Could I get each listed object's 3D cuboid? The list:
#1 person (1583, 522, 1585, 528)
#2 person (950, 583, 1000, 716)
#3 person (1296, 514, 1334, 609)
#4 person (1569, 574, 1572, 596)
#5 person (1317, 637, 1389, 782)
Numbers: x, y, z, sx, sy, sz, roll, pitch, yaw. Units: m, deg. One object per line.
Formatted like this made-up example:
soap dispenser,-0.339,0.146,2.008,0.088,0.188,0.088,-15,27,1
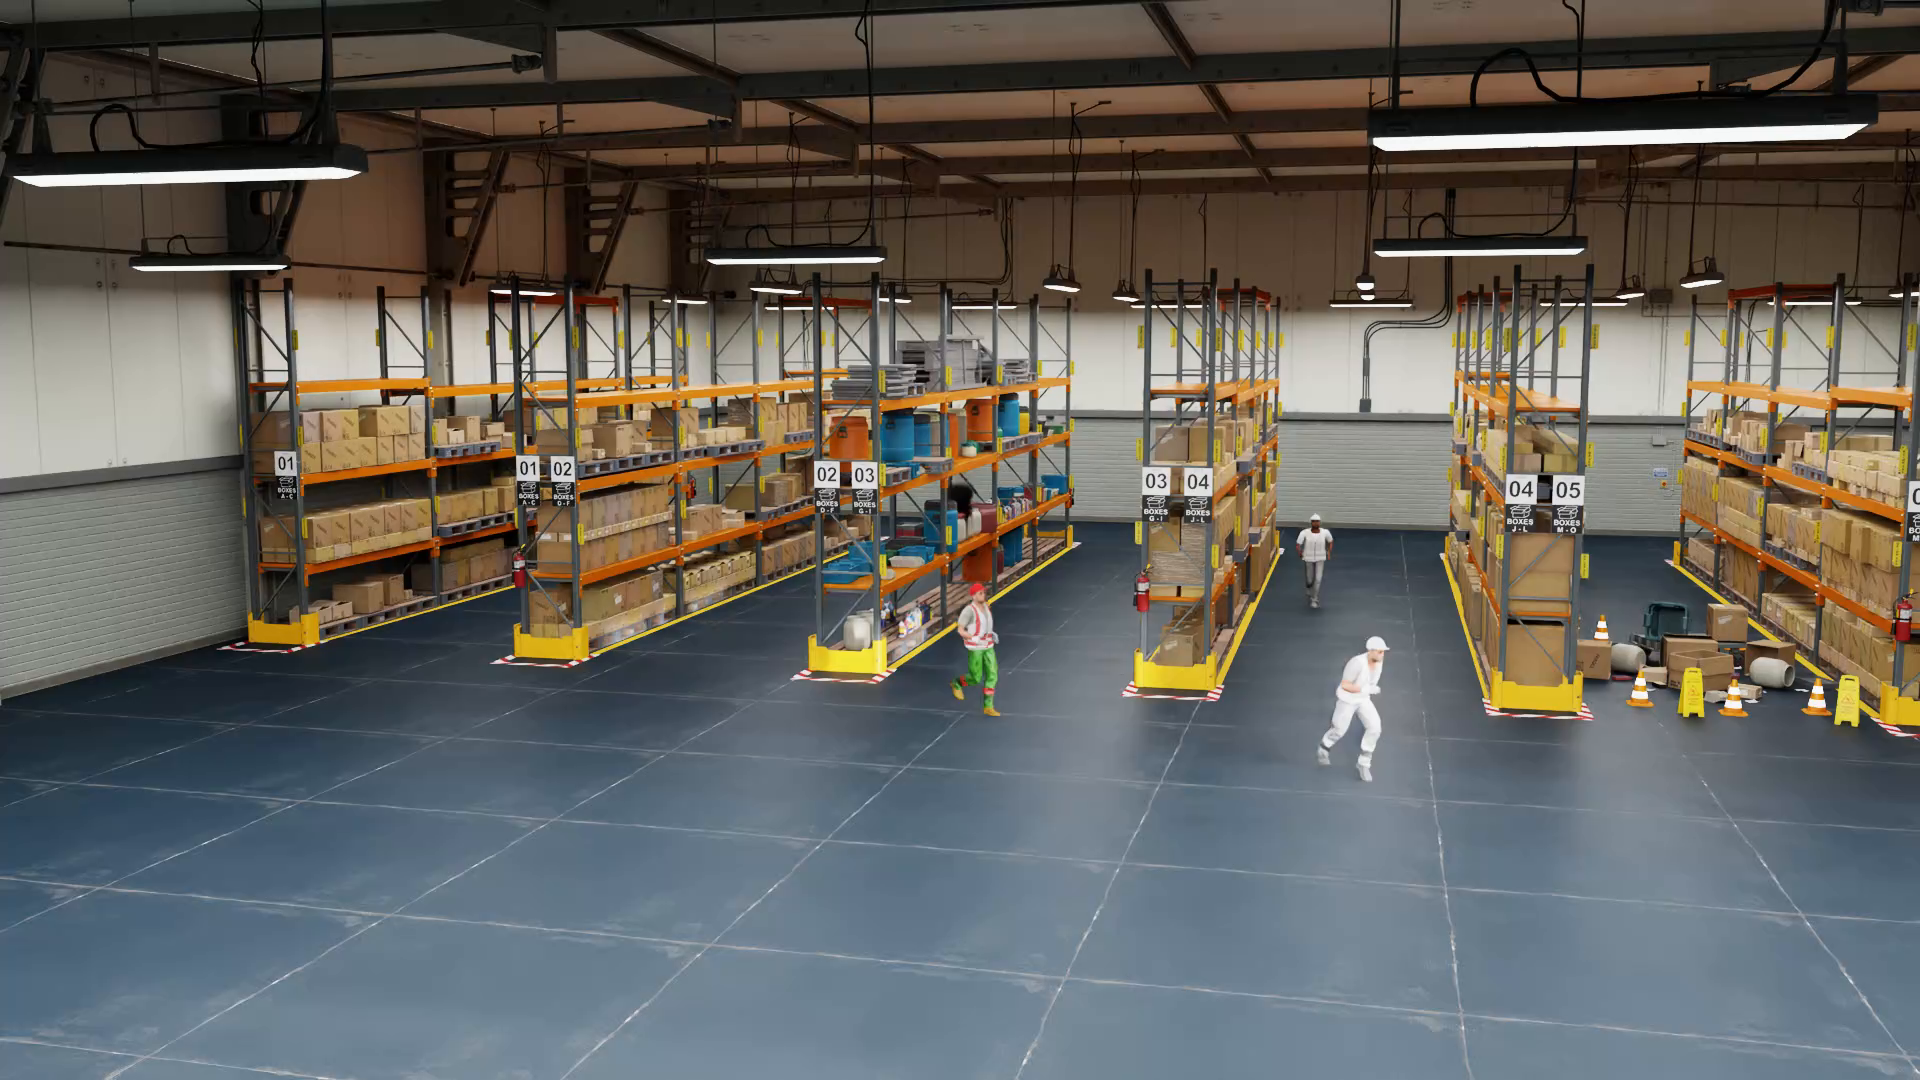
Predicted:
person,13.078,-0.090,35.759,0.588,1.650,0.552,0,7,-3
person,0.227,1.455,22.379,0.666,1.772,0.873,-7,10,-44
person,6.706,0.382,31.439,0.704,1.749,0.828,1,7,10
person,11.691,0.338,32.234,0.595,1.619,0.542,0,7,3
person,4.526,1.911,19.136,0.705,1.717,1.014,-4,8,-32
